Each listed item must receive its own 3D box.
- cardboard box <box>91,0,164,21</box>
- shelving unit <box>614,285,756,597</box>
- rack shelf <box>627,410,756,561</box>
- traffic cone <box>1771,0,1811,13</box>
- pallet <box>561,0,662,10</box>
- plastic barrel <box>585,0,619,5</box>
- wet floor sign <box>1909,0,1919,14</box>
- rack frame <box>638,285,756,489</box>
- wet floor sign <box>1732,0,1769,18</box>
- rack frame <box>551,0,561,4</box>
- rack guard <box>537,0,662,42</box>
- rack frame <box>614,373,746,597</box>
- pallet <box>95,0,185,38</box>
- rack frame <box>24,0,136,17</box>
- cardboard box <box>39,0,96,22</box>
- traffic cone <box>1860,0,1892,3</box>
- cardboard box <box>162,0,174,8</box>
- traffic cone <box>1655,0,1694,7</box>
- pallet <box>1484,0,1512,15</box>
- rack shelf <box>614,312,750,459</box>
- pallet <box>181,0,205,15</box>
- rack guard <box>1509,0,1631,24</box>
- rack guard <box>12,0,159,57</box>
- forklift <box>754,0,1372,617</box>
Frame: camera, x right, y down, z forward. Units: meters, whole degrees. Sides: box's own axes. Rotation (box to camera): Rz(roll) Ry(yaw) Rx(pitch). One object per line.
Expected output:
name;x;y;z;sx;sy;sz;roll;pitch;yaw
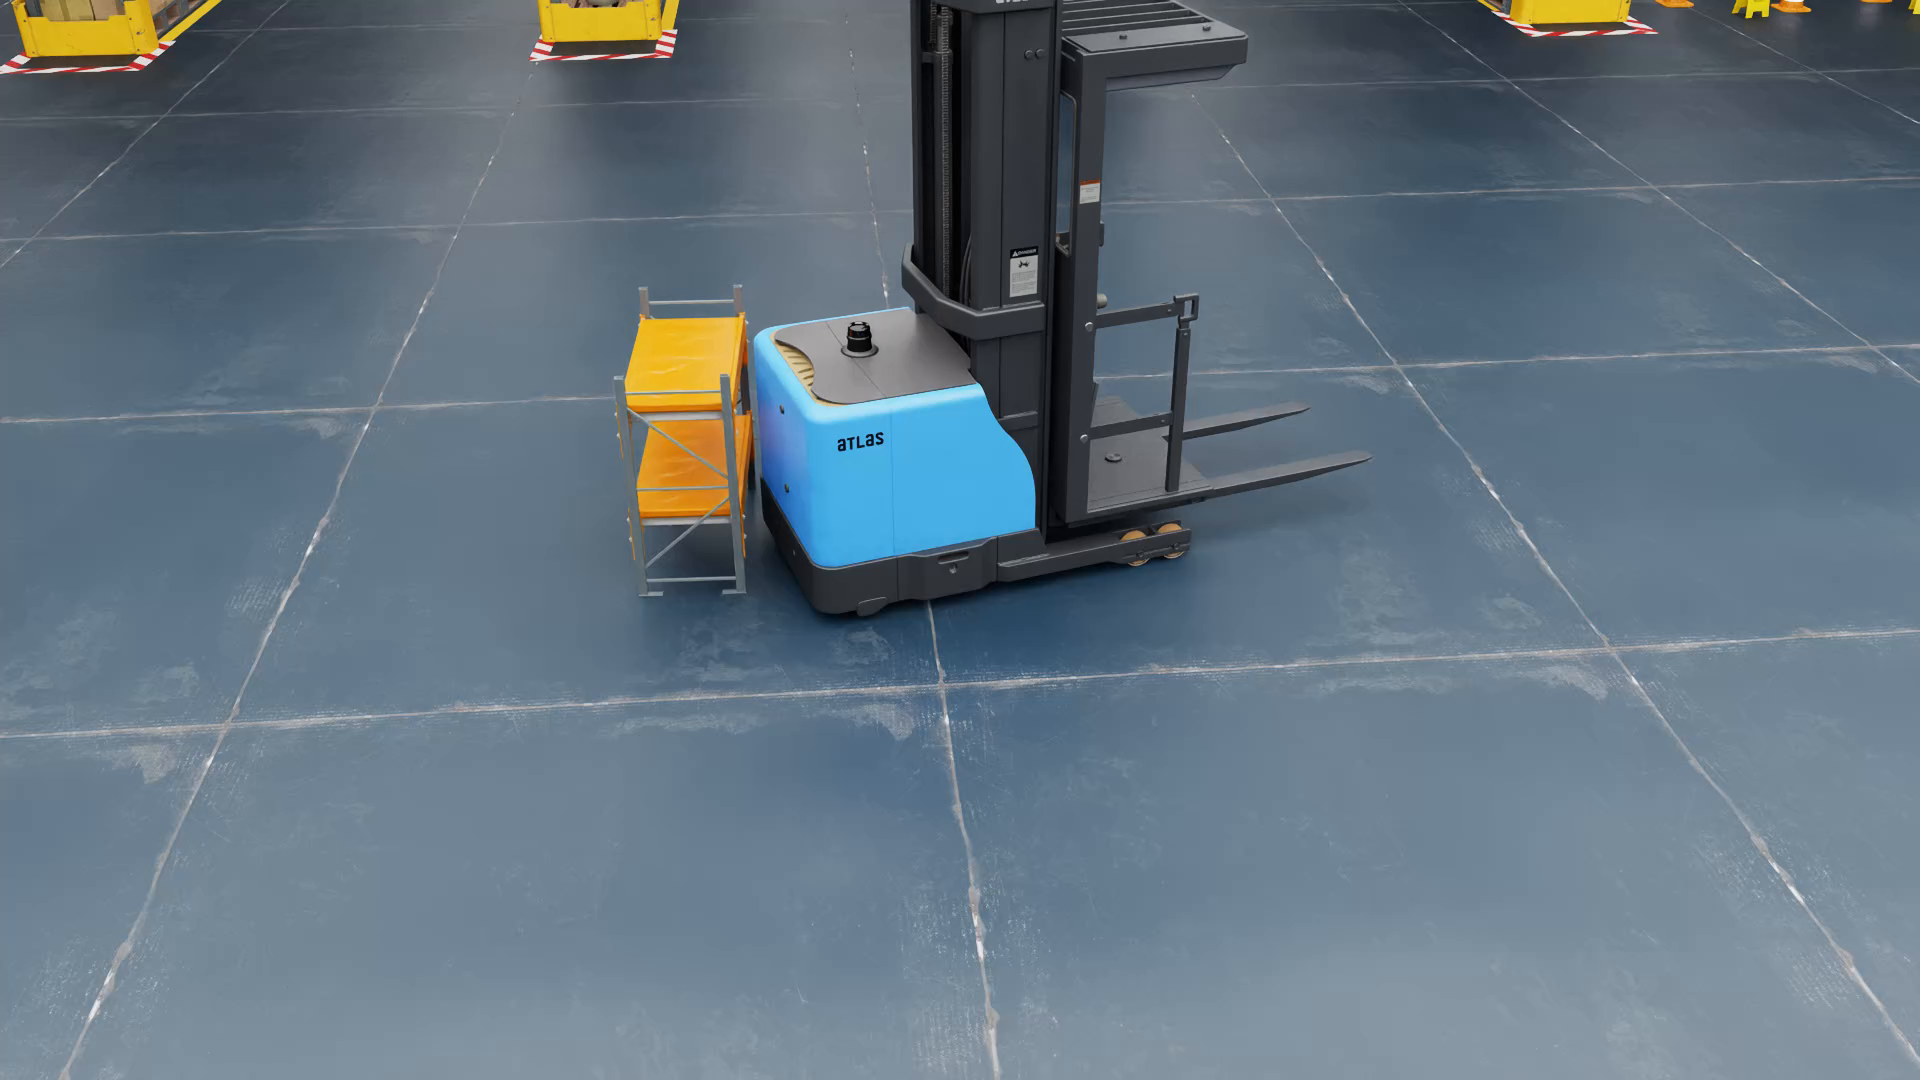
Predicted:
cardboard box;-8.298;-5.363;16.575;0.500;0.250;0.500;-3;31;-5
shelving unit;-1.287;-0.492;7.976;0.538;1.125;1.048;-2;31;-3
rack shelf;-1.287;-0.282;8.101;0.538;0.278;1.000;-2;31;-3
traffic cone;8.863;-5.868;17.623;0.336;0.463;0.334;-3;31;-5
pallet;-3.662;-5.568;17.367;1.003;0.211;1.213;-3;31;-5
plastic barrel;-3.675;-5.759;16.982;0.421;0.512;0.421;0;31;0
wet floor sign;10.213;-5.867;17.443;0.267;0.644;0.232;8;32;13
rack frame;-1.317;-0.752;8.412;0.500;1.125;0.032;-2;31;-3
wet floor sign;8.316;-5.807;17.342;0.267;0.644;0.232;-8;32;-13
rack frame;-3.537;-6.314;15.896;1.000;3.000;0.127;-3;31;-5
rack guard;-3.591;-5.277;16.598;1.175;0.500;0.348;-3;31;-5
rack frame;-1.257;-0.231;7.540;0.500;1.125;0.032;-2;31;-3
pallet;-8.583;-5.270;16.867;1.003;0.211;1.213;-3;31;-5
rack frame;-8.469;-6.079;15.502;1.000;3.000;0.127;-3;31;-5
cardboard box;-8.814;-5.338;16.534;0.500;0.250;0.500;-3;31;-5
traffic cone;9.936;-6.095;18.003;0.336;0.463;0.334;-3;31;-5
cardboard box;-8.348;-5.618;17.002;0.500;0.250;0.500;-3;31;-5
traffic cone;7.706;-5.987;17.823;0.336;0.463;0.334;-3;31;-5
pallet;6.189;-5.945;17.997;1.003;0.211;1.213;-3;31;-5
rack shelf;-1.287;-0.743;7.826;0.538;0.278;1.000;-2;31;-3
pallet;-8.693;-5.891;17.907;1.003;0.211;1.213;-3;31;-5
rack guard;6.344;-5.652;17.225;1.175;0.500;0.348;-3;31;-5
rack guard;-8.467;-4.993;16.122;1.175;0.500;0.348;-3;31;-5
forklift;0.587;-1.374;7.693;3.031;2.935;1.130;-11;33;-18
